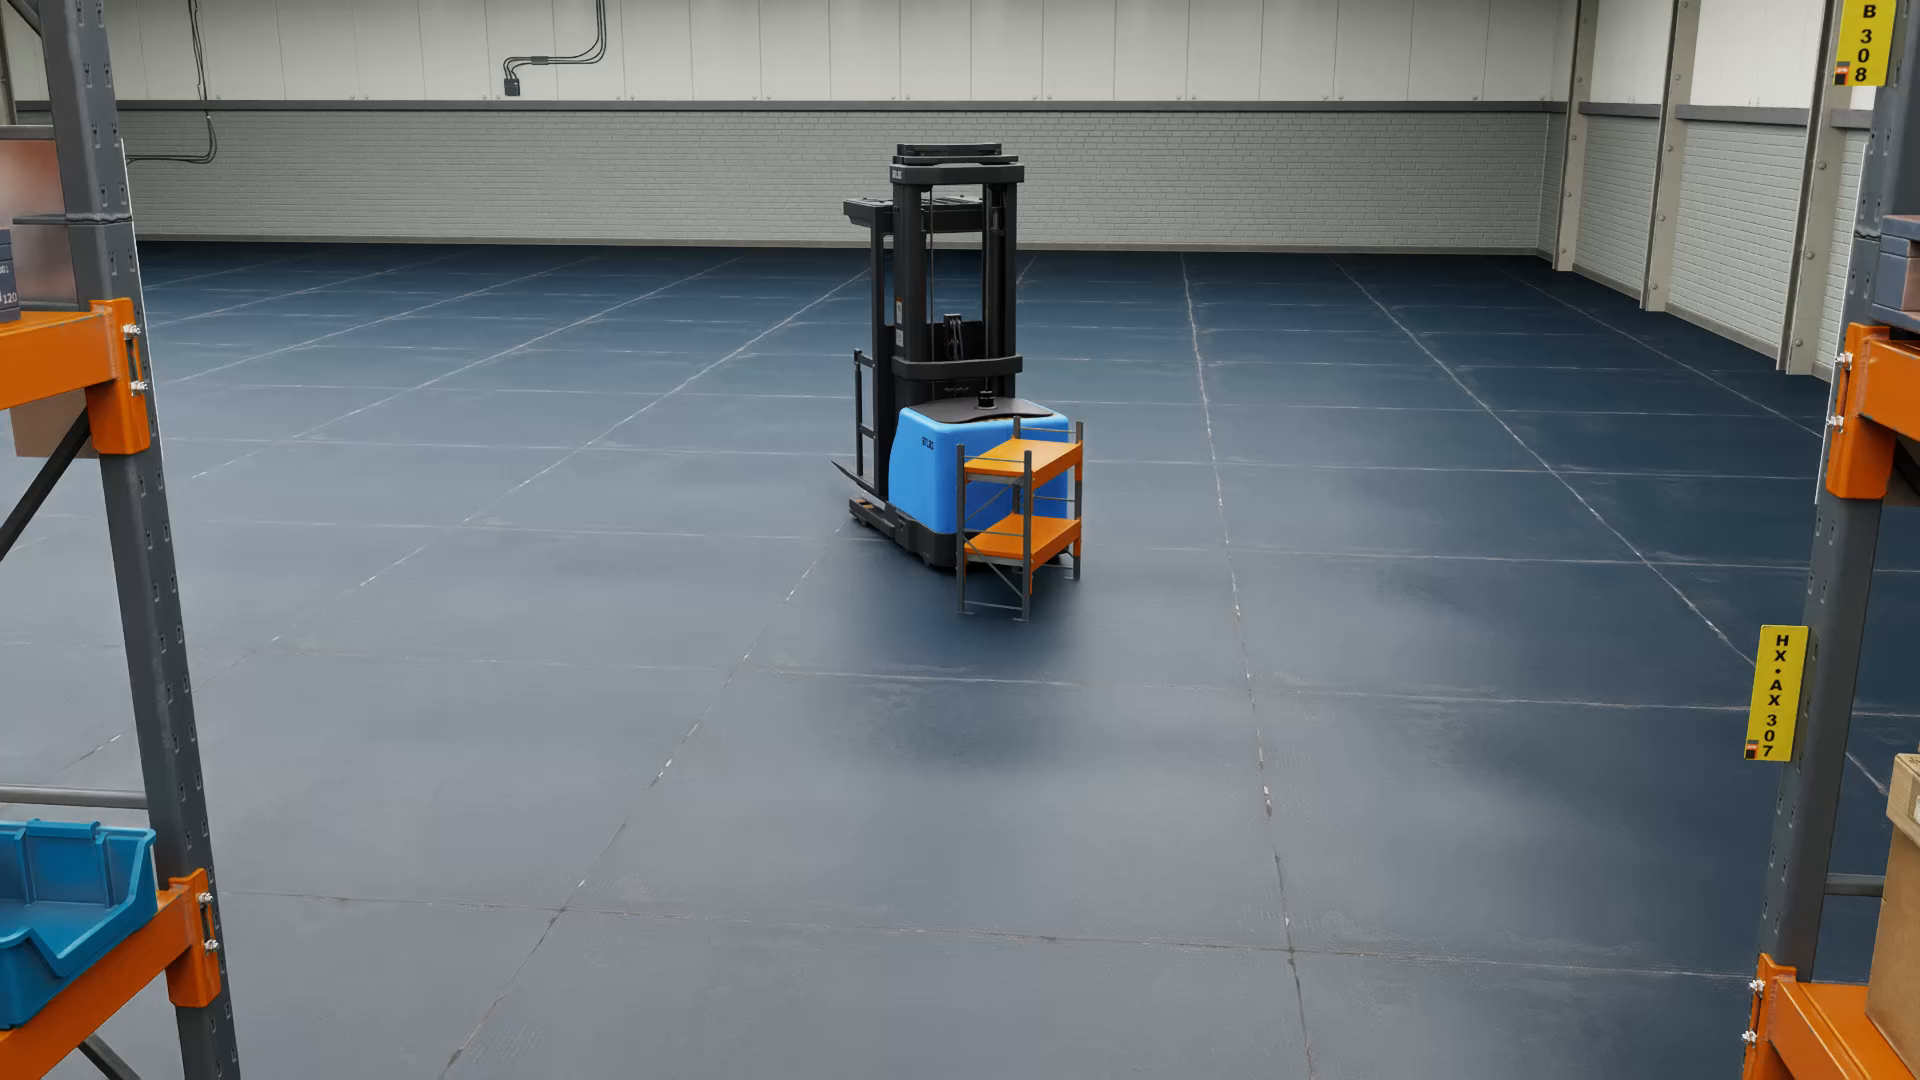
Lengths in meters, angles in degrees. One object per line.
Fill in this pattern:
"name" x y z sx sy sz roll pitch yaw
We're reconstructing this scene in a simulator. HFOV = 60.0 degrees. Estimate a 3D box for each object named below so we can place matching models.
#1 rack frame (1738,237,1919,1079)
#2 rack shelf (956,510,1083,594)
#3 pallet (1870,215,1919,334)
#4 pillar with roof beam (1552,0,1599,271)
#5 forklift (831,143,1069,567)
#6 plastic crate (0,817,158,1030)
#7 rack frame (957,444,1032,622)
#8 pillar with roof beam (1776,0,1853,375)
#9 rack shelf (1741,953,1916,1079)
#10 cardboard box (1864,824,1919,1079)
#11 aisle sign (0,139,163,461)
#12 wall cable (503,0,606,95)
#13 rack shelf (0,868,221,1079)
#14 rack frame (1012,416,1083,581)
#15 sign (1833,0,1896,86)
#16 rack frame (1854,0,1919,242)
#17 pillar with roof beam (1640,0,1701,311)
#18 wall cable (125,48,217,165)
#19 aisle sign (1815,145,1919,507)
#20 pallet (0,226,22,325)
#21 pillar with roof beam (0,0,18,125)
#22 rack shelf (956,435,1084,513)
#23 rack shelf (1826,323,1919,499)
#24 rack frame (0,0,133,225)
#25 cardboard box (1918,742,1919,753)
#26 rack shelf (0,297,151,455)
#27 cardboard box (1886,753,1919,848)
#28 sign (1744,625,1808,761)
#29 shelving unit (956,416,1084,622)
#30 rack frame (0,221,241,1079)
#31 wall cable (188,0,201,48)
"rack frame" 2.417 0.826 3.862 1.000 3.000 0.127 2 15 6
"rack shelf" 0.410 0.071 11.183 0.538 0.278 1.000 6 16 22
"pallet" 2.312 -0.397 2.806 1.003 0.211 1.213 2 15 6
"pillar with roof beam" 7.228 -9.626 31.021 9.100 9.000 0.400 2 15 6
"forklift" -0.235 -1.565 12.836 1.130 2.935 3.031 -6 16 -21
"plastic crate" -2.263 0.889 3.912 0.499 0.251 0.616 2 15 6
"rack frame" 0.216 -0.043 10.666 0.500 1.125 0.032 6 16 22
"pillar with roof beam" 5.874 -6.514 19.511 9.100 9.000 0.400 2 15 6
"rack shelf" 2.192 1.692 2.037 1.077 0.370 4.000 2 15 6
"cardboard box" 2.352 0.898 3.402 0.700 0.500 0.500 2 15 6
"aisle sign" -2.201 -0.586 4.102 0.394 0.787 0.004 2 15 6
"wall cable" -8.716 -12.510 35.172 2.305 6.003 0.169 2 15 6
"rack shelf" -2.729 1.545 2.580 1.077 0.370 4.000 2 15 6
"rack frame" 0.605 -0.288 11.572 0.500 1.125 0.032 6 16 22
"sign" 1.867 -1.100 3.412 0.100 0.325 0.005 2 15 6
"rack frame" 2.417 -2.070 3.079 1.000 3.000 0.127 2 15 6
"pillar with roof beam" 6.551 -8.070 25.266 9.100 9.000 0.400 2 15 6
"wall cable" -18.147 -9.653 37.070 3.097 2.526 0.112 2 15 6
"aisle sign" 2.121 -0.455 3.619 0.394 0.787 0.004 2 15 6
"pallet" -2.694 -0.466 3.255 1.003 0.211 1.213 2 15 6
"pillar with roof beam" -15.516 -10.300 33.514 9.100 9.000 0.400 2 15 6
"rack shelf" 0.410 -0.448 11.043 0.538 0.278 1.000 6 16 22
"rack shelf" 2.192 0.244 1.646 1.077 0.370 4.000 2 15 6
"rack frame" -2.504 -2.217 3.622 1.000 3.000 0.127 2 15 6
"cardboard box" 2.346 0.286 3.182 0.700 0.500 0.500 2 15 6
"rack shelf" -2.729 0.097 2.189 1.077 0.370 4.000 2 15 6
"cardboard box" 2.159 0.560 3.411 0.380 0.149 0.250 2 15 6
"sign" 1.867 0.352 3.804 0.100 0.325 0.005 2 15 6
"shelving unit" 0.410 -0.165 11.119 0.538 1.125 1.048 6 16 22
"rack frame" -2.504 0.679 4.405 1.000 3.000 0.127 2 15 6
"wall cable" -15.459 -12.011 36.116 3.097 2.526 0.112 2 15 6
